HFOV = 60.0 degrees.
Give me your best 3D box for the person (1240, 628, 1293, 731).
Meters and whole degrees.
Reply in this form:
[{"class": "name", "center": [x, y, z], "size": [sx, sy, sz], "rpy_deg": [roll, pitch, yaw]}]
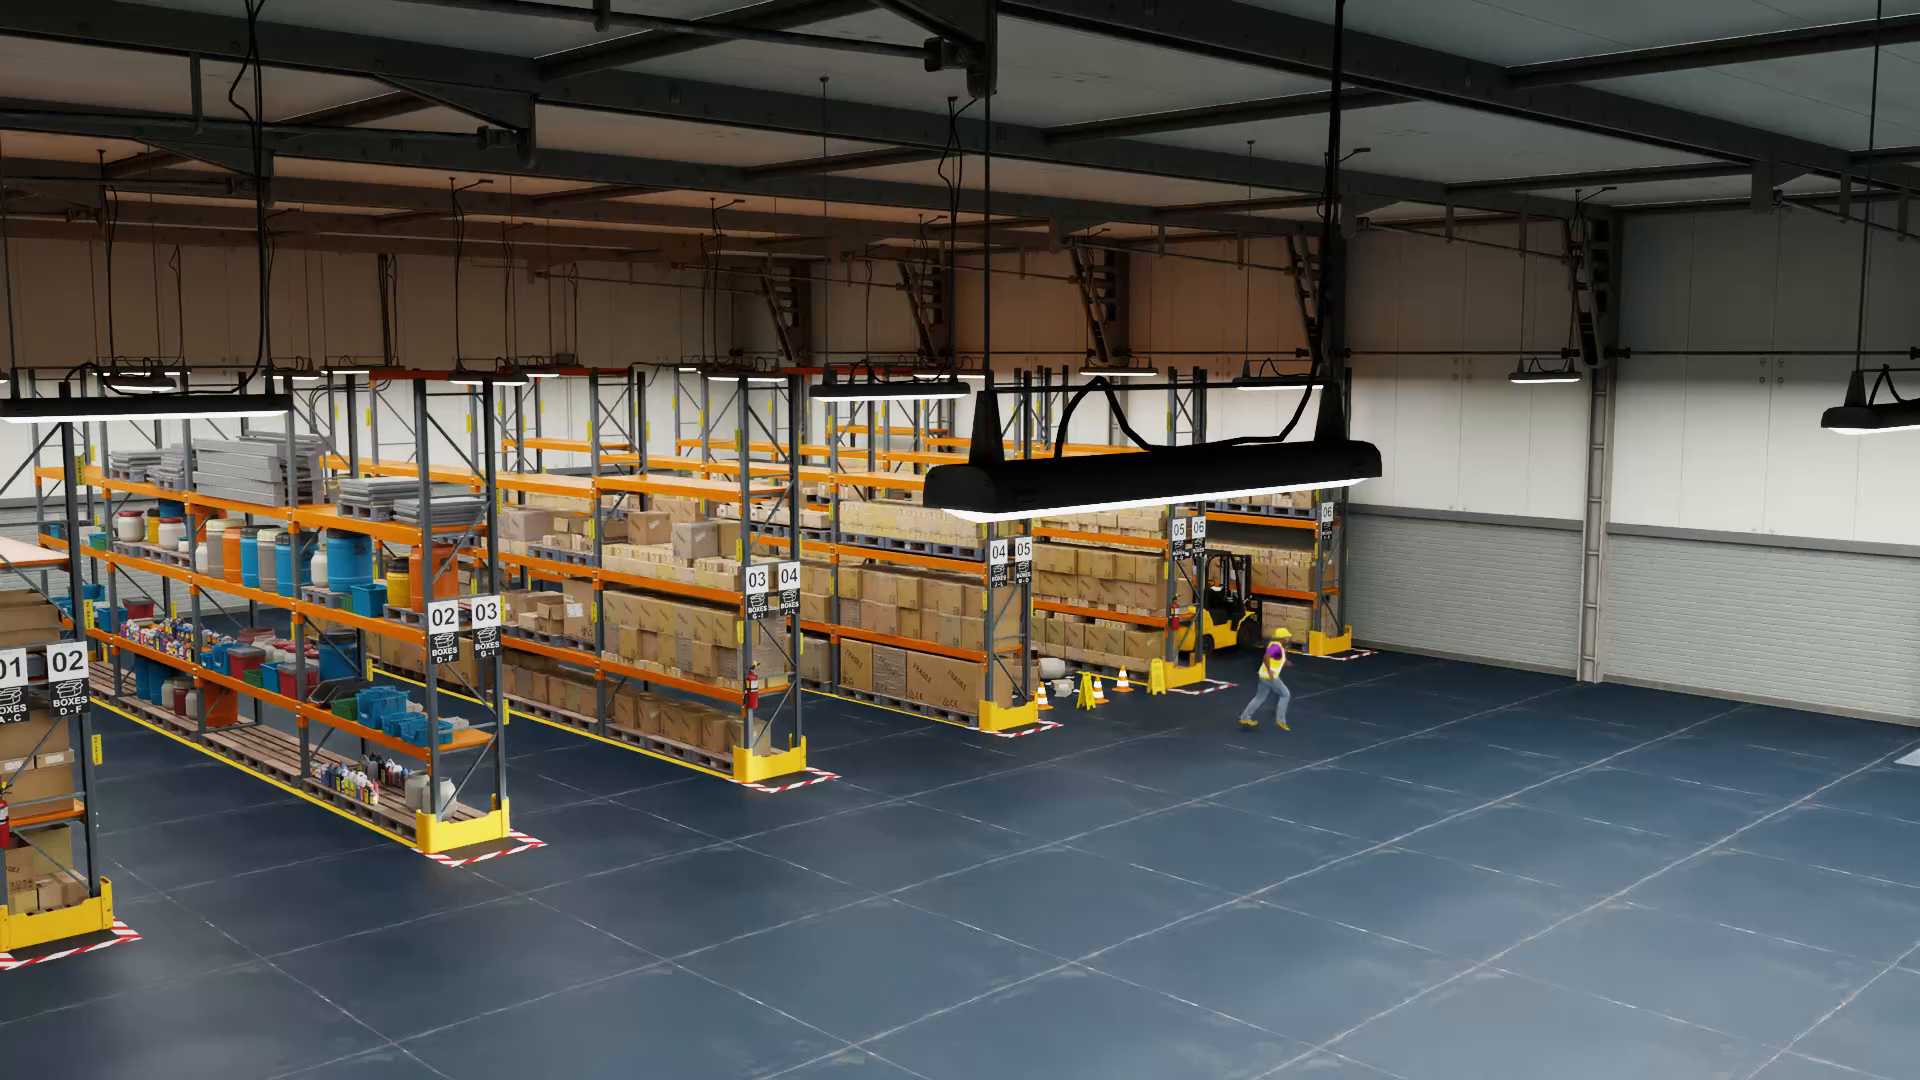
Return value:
[{"class": "person", "center": [5.171, 2.347, 27.908], "size": [0.900, 1.758, 0.714], "rpy_deg": [0, 6, 0]}]
